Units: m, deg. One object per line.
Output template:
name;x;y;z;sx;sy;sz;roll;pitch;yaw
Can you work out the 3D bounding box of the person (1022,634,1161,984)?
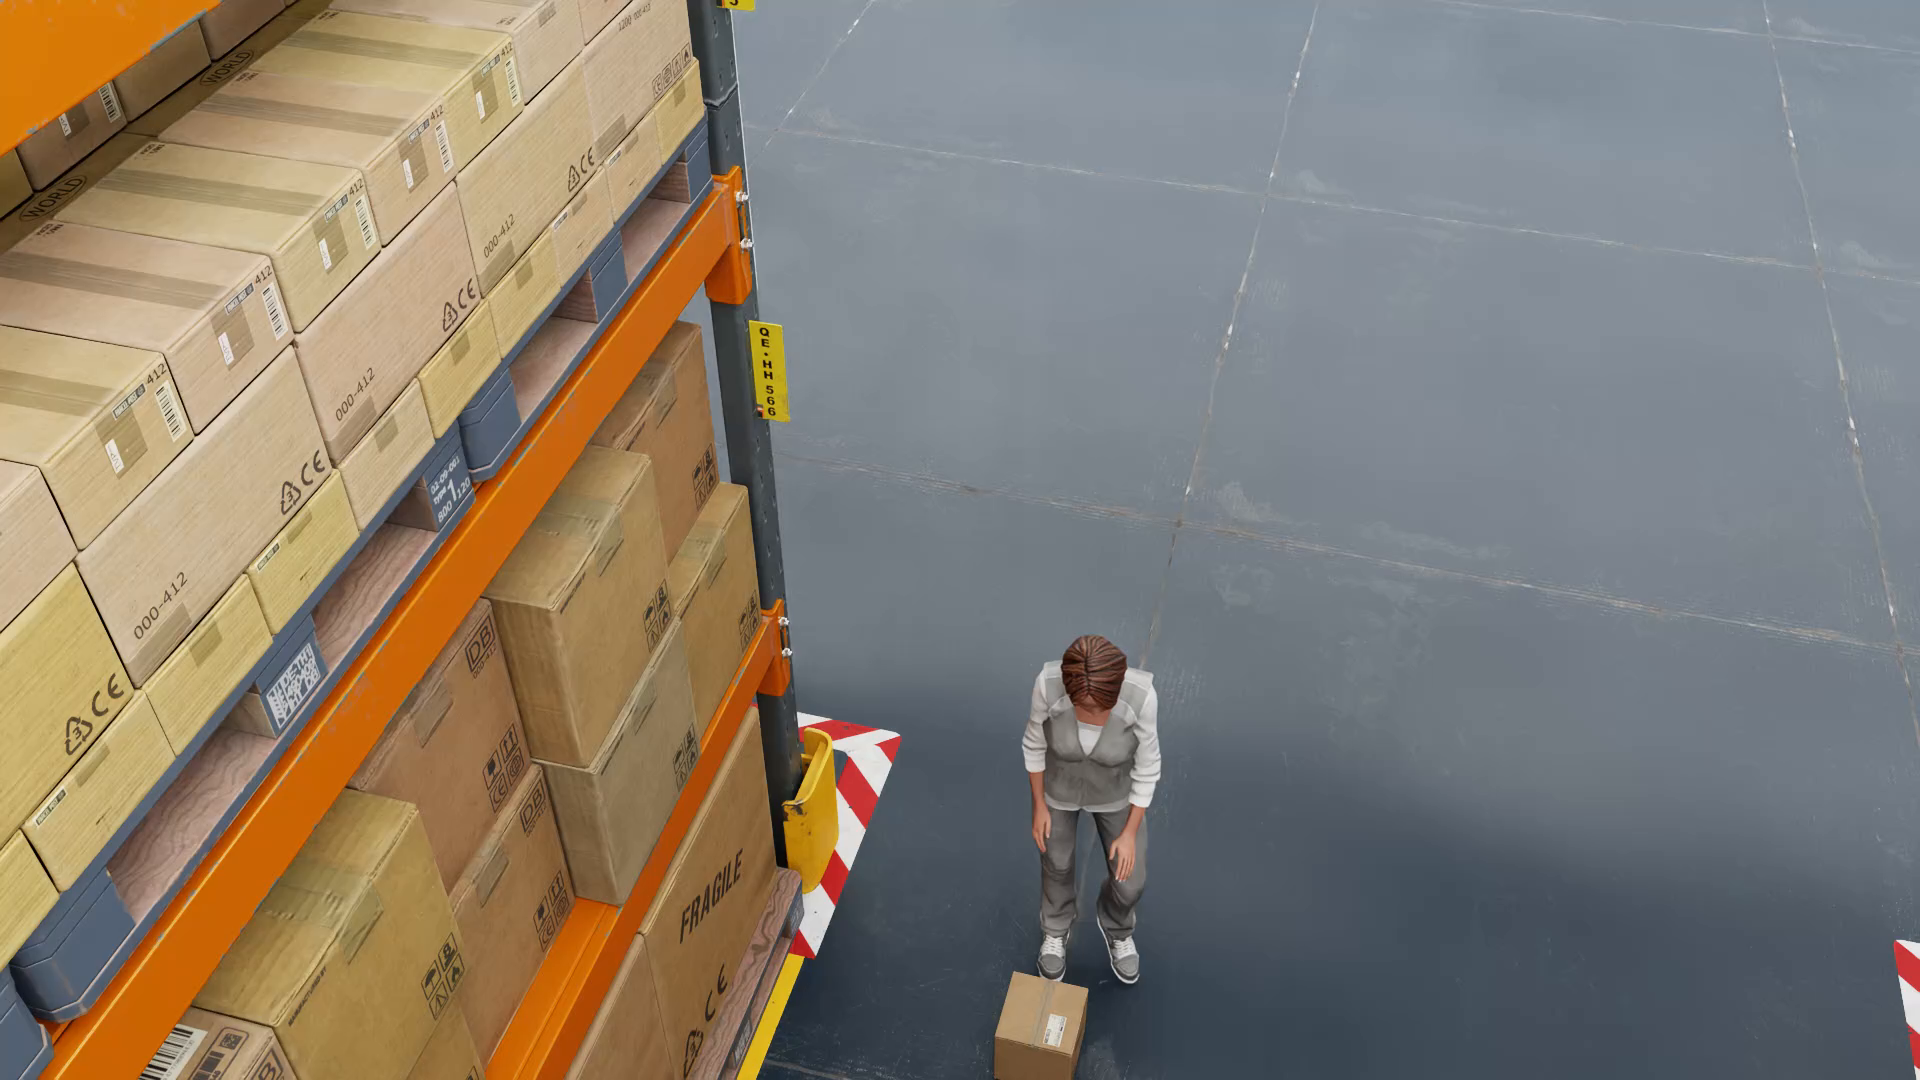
person;0.399;0.863;5.197;0.436;1.577;0.511;6;42;6
